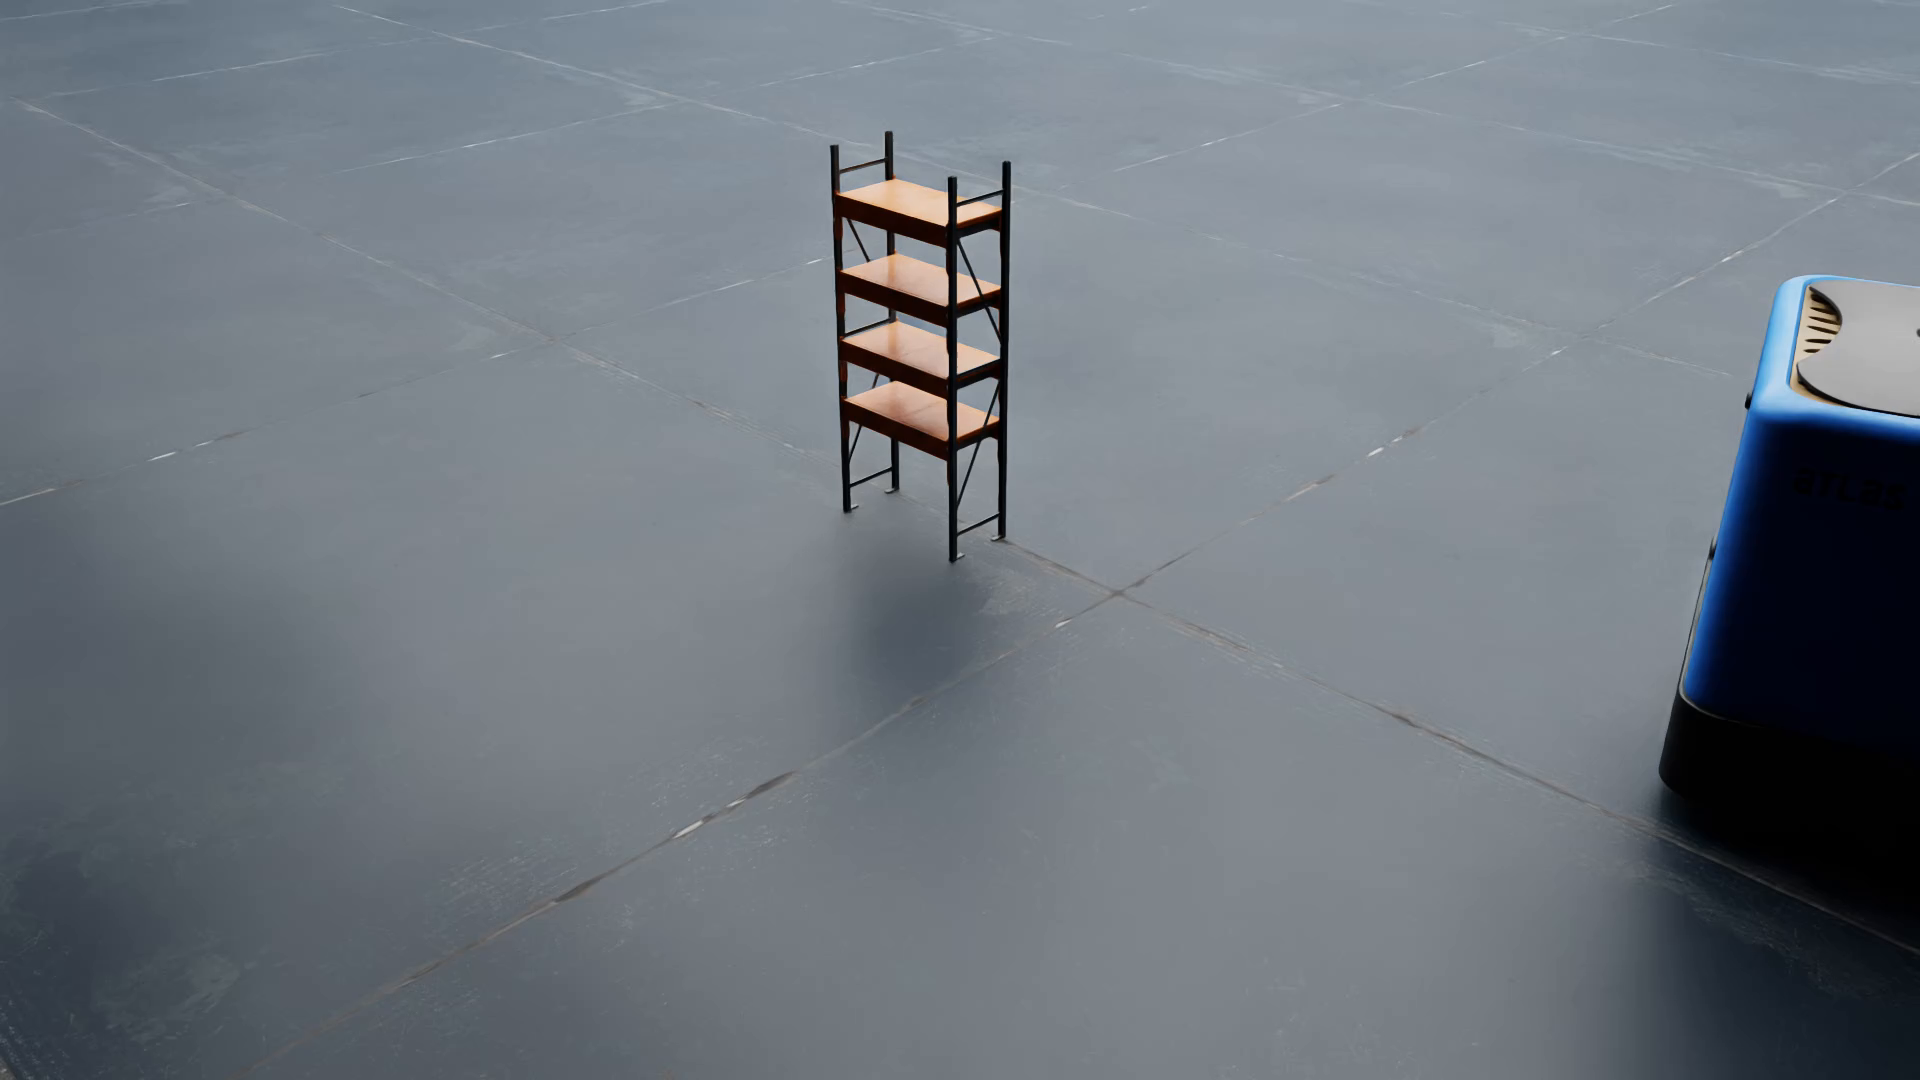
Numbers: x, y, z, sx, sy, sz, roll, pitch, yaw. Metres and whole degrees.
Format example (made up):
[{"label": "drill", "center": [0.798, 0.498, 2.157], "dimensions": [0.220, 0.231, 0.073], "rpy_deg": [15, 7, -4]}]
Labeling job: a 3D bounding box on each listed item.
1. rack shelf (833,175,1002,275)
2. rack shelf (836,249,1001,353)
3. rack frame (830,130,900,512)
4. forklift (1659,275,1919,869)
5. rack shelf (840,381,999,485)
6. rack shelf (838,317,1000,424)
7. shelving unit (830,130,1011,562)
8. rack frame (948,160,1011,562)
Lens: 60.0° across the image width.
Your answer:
[{"label": "rack shelf", "center": [-0.118, -0.933, 4.891], "dimensions": [0.480, 0.148, 0.258], "rpy_deg": [25, 36, 38]}, {"label": "rack shelf", "center": [-0.118, -0.724, 5.001], "dimensions": [0.480, 0.148, 0.258], "rpy_deg": [25, 36, 38]}, {"label": "rack frame", "center": [-0.292, -0.665, 5.225], "dimensions": [0.015, 1.200, 0.240], "rpy_deg": [25, 36, 38]}, {"label": "forklift", "center": [3.238, -0.533, 3.114], "dimensions": [3.031, 2.935, 1.130], "rpy_deg": [13, 31, 24]}, {"label": "rack shelf", "center": [-0.118, -0.350, 5.197], "dimensions": [0.480, 0.148, 0.258], "rpy_deg": [25, 36, 38]}, {"label": "rack shelf", "center": [-0.118, -0.526, 5.105], "dimensions": [0.480, 0.148, 0.258], "rpy_deg": [25, 36, 38]}, {"label": "shelving unit", "center": [-0.118, -0.585, 5.073], "dimensions": [0.503, 1.200, 0.258], "rpy_deg": [25, 36, 38]}, {"label": "rack frame", "center": [0.056, -0.505, 4.922], "dimensions": [0.015, 1.200, 0.240], "rpy_deg": [25, 36, 38]}]
